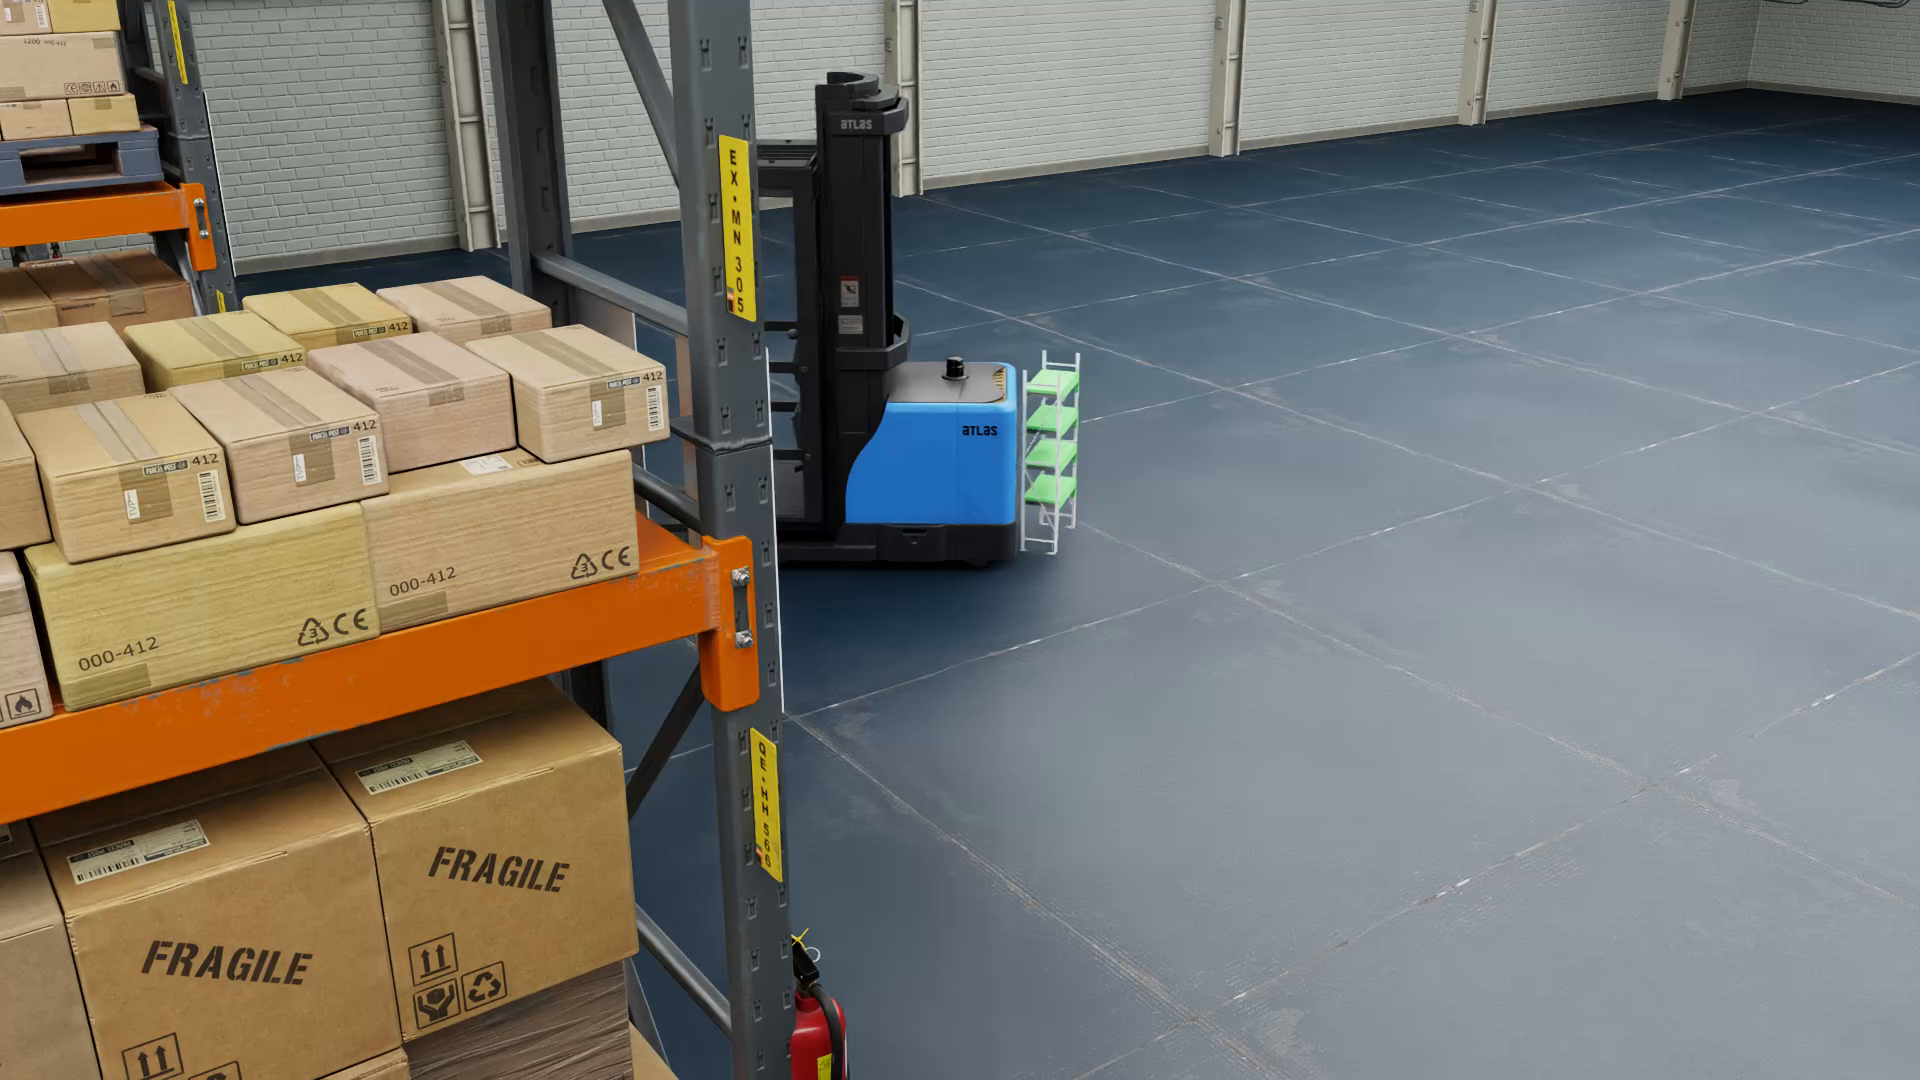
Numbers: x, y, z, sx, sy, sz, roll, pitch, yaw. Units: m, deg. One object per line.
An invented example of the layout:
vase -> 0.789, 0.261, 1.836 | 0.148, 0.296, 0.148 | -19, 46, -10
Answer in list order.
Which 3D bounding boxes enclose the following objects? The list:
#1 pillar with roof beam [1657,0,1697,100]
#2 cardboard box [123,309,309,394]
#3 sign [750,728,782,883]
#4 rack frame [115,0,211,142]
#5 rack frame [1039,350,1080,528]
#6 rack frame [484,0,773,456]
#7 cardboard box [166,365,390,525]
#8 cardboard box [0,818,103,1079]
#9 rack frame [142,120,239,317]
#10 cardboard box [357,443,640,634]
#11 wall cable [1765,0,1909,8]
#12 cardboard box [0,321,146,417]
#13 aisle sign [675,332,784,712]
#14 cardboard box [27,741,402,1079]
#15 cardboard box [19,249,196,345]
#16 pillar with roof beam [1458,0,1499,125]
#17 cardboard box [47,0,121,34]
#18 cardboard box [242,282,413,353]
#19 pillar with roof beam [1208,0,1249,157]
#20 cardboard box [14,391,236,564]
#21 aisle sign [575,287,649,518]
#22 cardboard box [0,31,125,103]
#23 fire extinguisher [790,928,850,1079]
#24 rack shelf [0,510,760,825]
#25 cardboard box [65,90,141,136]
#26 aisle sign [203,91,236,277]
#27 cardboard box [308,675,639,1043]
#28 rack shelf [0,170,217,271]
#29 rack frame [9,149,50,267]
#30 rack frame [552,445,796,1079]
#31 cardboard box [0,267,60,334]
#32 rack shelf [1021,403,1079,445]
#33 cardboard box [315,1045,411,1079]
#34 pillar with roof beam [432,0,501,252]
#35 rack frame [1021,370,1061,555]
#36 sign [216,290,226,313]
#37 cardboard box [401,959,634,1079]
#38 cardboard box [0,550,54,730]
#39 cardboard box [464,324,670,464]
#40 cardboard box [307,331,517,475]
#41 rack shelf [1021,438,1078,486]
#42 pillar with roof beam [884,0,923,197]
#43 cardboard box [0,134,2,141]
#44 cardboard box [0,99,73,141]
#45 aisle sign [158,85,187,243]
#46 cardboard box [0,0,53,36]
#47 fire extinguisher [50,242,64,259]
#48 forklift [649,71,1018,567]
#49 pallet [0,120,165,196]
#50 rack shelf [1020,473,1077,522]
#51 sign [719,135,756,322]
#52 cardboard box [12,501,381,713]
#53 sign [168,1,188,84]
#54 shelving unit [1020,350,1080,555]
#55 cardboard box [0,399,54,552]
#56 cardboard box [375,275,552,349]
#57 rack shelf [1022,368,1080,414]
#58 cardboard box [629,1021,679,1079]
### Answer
pillar with roof beam -> 16.373, -11.511, 27.602 | 0.400, 9.000, 9.100 | -15, 26, -33
cardboard box -> -1.471, -0.332, 3.298 | 0.250, 0.149, 0.380 | -15, 26, -34
sign -> -0.404, 0.555, 3.471 | 0.005, 0.325, 0.100 | -15, 26, -33
rack frame -> -3.527, -3.233, 6.856 | 0.127, 3.000, 1.000 | -15, 26, -33
rack frame -> 0.649, -0.651, 10.908 | 0.240, 1.200, 0.015 | 6, 23, 16
rack frame -> -0.712, -1.719, 3.061 | 0.127, 3.000, 1.000 | -15, 26, -33
cardboard box -> -1.193, -0.174, 2.901 | 0.250, 0.149, 0.380 | -16, 27, -35
cardboard box -> -1.824, 0.830, 2.885 | 0.500, 0.500, 0.500 | -15, 26, -33
rack frame -> -3.527, -0.446, 7.967 | 0.127, 3.000, 1.000 | -15, 26, -33
cardboard box -> -0.955, -0.075, 3.192 | 0.500, 0.250, 0.500 | -14, 26, -32
wall cable -> 17.022, -11.604, 32.024 | 0.112, 2.526, 3.097 | -15, 26, -33
cardboard box -> -1.734, -0.295, 3.204 | 0.250, 0.149, 0.380 | -14, 26, -31
aisle sign -> -0.487, -0.063, 3.499 | 0.004, 0.787, 0.394 | -15, 26, -33
cardboard box -> -1.417, 0.722, 3.154 | 0.500, 0.500, 0.500 | -15, 26, -33
cardboard box -> -3.851, -0.949, 7.567 | 0.550, 0.550, 0.875 | -15, 26, -33
pillar with roof beam -> 11.503, -10.213, 24.347 | 0.400, 9.000, 9.100 | -15, 26, -33
cardboard box -> -3.602, -2.160, 6.775 | 0.250, 0.149, 0.380 | -15, 26, -32
cardboard box -> -1.338, -0.424, 3.528 | 0.250, 0.149, 0.380 | -14, 26, -32
pillar with roof beam -> 6.632, -8.914, 21.093 | 0.400, 9.000, 9.100 | -15, 26, -33
cardboard box -> -1.383, -0.112, 2.747 | 0.250, 0.149, 0.380 | -15, 26, -33
aisle sign -> -0.837, -0.243, 3.951 | 0.004, 0.787, 0.394 | -15, 26, -33
cardboard box -> -3.761, -1.959, 6.812 | 0.500, 0.250, 0.500 | -15, 26, -32
fire extinguisher -> -0.350, 1.218, 3.902 | 0.183, 0.674, 0.296 | -15, 26, -33
rack shelf -> -2.336, 0.442, 2.666 | 4.000, 0.370, 1.077 | -15, 26, -33
cardboard box -> -3.599, -1.790, 6.926 | 0.250, 0.149, 0.380 | -15, 26, -33
aisle sign -> -3.294, -1.579, 7.298 | 0.004, 0.787, 0.394 | -15, 26, -33
cardboard box -> -1.014, 0.612, 3.430 | 0.500, 0.500, 0.500 | -15, 26, -33
rack shelf -> -5.150, -1.072, 6.460 | 4.000, 0.370, 1.077 | -15, 26, -33
rack frame -> -6.500, -1.914, 11.645 | 0.127, 3.000, 1.000 | -15, 26, -33
rack frame -> -0.712, 1.068, 4.173 | 0.127, 3.000, 1.000 | -15, 26, -33
cardboard box -> -4.243, -0.802, 7.200 | 0.550, 0.550, 0.875 | -15, 26, -33
rack shelf -> 0.578, -0.728, 10.626 | 0.258, 0.148, 0.480 | 6, 23, 16
cardboard box -> -1.511, 1.138, 3.460 | 0.500, 0.500, 0.875 | -15, 26, -33
pillar with roof beam -> -3.109, -6.316, 14.584 | 0.400, 9.000, 9.100 | -15, 26, -33
rack frame -> 0.507, -0.478, 10.475 | 0.240, 1.200, 0.015 | 6, 23, 16
sign -> -3.221, -0.928, 7.292 | 0.005, 0.325, 0.100 | -15, 26, -33
cardboard box -> -1.175, 0.994, 3.822 | 0.500, 0.500, 0.875 | -15, 26, -33
cardboard box -> -1.780, 0.142, 2.647 | 0.500, 0.250, 0.500 | -14, 26, -32
cardboard box -> -0.755, -0.287, 3.185 | 0.250, 0.149, 0.380 | -15, 26, -33
cardboard box -> -1.035, -0.266, 3.132 | 0.250, 0.149, 0.380 | -16, 27, -35
rack shelf -> 0.578, -0.505, 10.715 | 0.258, 0.148, 0.480 | 6, 23, 16
pillar with roof beam -> 1.762, -7.615, 17.838 | 0.400, 9.000, 9.100 | -15, 26, -33
cardboard box -> -4.012, -1.680, 6.650 | 0.250, 0.149, 0.380 | -14, 26, -32
cardboard box -> -3.804, -1.736, 6.790 | 0.250, 0.149, 0.380 | -15, 26, -32
aisle sign -> -3.645, -1.759, 7.750 | 0.004, 0.787, 0.394 | -15, 26, -33
cardboard box -> -3.806, -2.106, 6.641 | 0.250, 0.149, 0.380 | -15, 26, -33
fire extinguisher -> -6.138, -1.764, 11.374 | 0.183, 0.674, 0.296 | -15, 26, -33
forklift -> -1.147, -1.373, 10.381 | 3.031, 2.935, 1.130 | 1, 22, 1
pallet -> -4.123, -1.635, 7.018 | 1.213, 0.211, 1.003 | -15, 26, -33
rack shelf -> 0.578, -0.282, 10.804 | 0.258, 0.148, 0.480 | 6, 23, 16
sign -> -0.404, -0.565, 3.024 | 0.005, 0.325, 0.100 | -15, 26, -33
cardboard box -> -1.359, 0.034, 2.919 | 0.500, 0.250, 0.500 | -15, 26, -33
sign -> -3.221, -2.048, 6.845 | 0.005, 0.325, 0.100 | -15, 26, -33
shelving unit -> 0.578, -0.564, 10.692 | 0.258, 1.200, 0.503 | 6, 23, 16
cardboard box -> -1.657, -0.096, 2.707 | 0.250, 0.149, 0.380 | -15, 26, -32
cardboard box -> -1.071, -0.451, 3.596 | 0.250, 0.149, 0.380 | -15, 26, -33
rack shelf -> 0.578, -0.951, 10.537 | 0.258, 0.148, 0.480 | 6, 23, 16
cardboard box -> -0.823, 1.308, 3.909 | 0.250, 0.149, 0.380 | -15, 26, -33
